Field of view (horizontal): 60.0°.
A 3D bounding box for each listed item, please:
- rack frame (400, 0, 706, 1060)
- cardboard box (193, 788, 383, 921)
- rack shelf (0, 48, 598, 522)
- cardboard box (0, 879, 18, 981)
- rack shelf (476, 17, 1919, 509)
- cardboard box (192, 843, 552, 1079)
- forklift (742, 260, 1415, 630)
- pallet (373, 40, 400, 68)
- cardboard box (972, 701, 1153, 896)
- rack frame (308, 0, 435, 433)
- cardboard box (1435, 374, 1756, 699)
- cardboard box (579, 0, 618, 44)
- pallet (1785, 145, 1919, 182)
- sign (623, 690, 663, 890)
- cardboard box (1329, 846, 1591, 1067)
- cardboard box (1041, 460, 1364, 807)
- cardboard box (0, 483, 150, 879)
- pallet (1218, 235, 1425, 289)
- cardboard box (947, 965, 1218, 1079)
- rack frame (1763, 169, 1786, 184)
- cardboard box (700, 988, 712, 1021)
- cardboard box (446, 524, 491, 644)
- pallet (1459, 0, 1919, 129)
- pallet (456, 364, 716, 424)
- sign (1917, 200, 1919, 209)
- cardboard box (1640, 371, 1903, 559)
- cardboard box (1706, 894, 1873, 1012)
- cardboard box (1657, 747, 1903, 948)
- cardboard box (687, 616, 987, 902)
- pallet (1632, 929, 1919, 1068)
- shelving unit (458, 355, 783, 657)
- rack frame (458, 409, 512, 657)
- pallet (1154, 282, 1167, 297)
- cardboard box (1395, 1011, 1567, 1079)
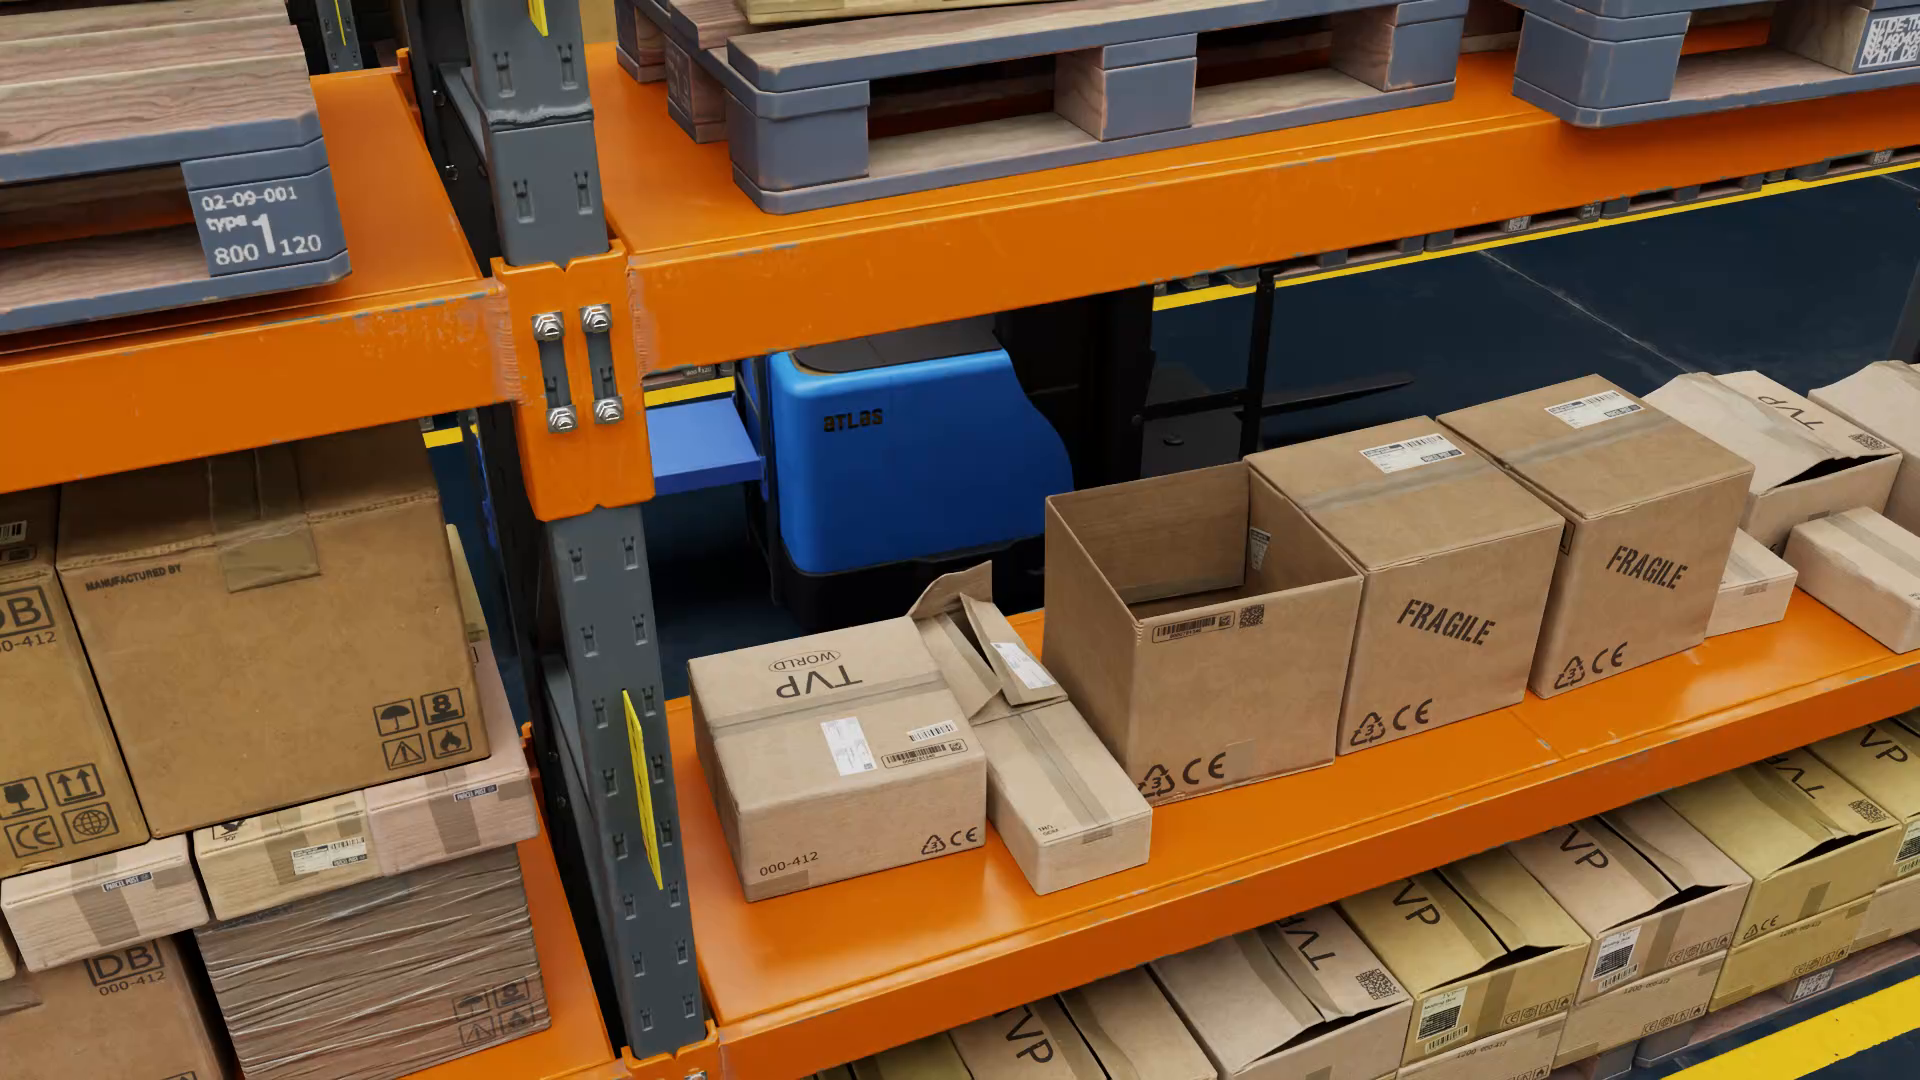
[{"bbox_3d":[-0.701,0.503,3.227,0.127,3.000,1.000,-13,35,-19],"label":"rack frame"},{"bbox_3d":[-1.097,0.405,2.691,0.250,0.149,0.380,-14,35,-20],"label":"cardboard box"},{"bbox_3d":[-2.545,-0.031,1.956,4.000,0.370,1.077,-13,35,-19],"label":"rack shelf"},{"bbox_3d":[-1.579,0.518,2.518,0.250,0.149,0.380,-13,35,-19],"label":"cardboard box"},{"bbox_3d":[1.144,-0.875,3.254,4.000,0.370,1.077,-13,35,-19],"label":"rack shelf"},{"bbox_3d":[-1.107,0.558,3.051,0.500,0.500,0.700,-14,36,-20],"label":"cardboard box"},{"bbox_3d":[0.692,-1.354,6.144,3.031,2.935,1.130,-10,34,-15],"label":"forklift"},{"bbox_3d":[-1.861,-1.995,7.242,1.213,0.211,1.003,-13,35,-19],"label":"pallet"},{"bbox_3d":[0.196,0.524,3.425,0.250,0.149,0.380,-13,35,-19],"label":"cardboard box"},{"bbox_3d":[-2.622,-1.988,7.054,0.127,3.000,1.000,-13,35,-19],"label":"rack frame"},{"bbox_3d":[1.447,-0.021,3.941,0.500,0.500,0.500,-15,36,-21],"label":"cardboard box"},{"bbox_3d":[-1.621,-2.419,7.222,0.500,0.500,0.700,-9,34,-14],"label":"cardboard box"},{"bbox_3d":[5.486,-2.629,10.597,1.213,0.211,1.003,-13,35,-19],"label":"pallet"},{"bbox_3d":[-0.484,0.385,2.541,0.005,0.325,0.100,-13,35,-19],"label":"sign"},{"bbox_3d":[1.194,0.957,4.151,0.500,0.311,0.500,-12,35,-18],"label":"cardboard box"},{"bbox_3d":[0.500,0.195,3.607,0.500,0.500,0.500,-10,34,-16],"label":"cardboard box"},{"bbox_3d":[-1.573,0.121,2.532,0.500,0.500,0.700,-13,35,-19],"label":"cardboard box"},{"bbox_3d":[1.823,-1.792,9.310,1.213,0.211,1.003,-13,35,-19],"label":"pallet"},{"bbox_3d":[0.241,1.179,3.810,0.500,0.311,0.500,-13,35,-19],"label":"cardboard box"},{"bbox_3d":[4.755,-3.677,9.650,0.127,3.000,1.000,-13,35,-19],"label":"rack frame"},{"bbox_3d":[-0.438,1.014,4.063,0.500,0.311,0.500,-13,35,-19],"label":"cardboard box"},{"bbox_3d":[-1.023,0.148,3.086,0.250,0.149,0.380,-13,35,-19],"label":"cardboard box"},{"bbox_3d":[1.367,-1.094,3.104,1.213,0.211,1.003,-11,35,-17],"label":"pallet"},{"bbox_3d":[-1.904,-0.984,8.069,1.213,0.211,1.003,-13,35,-19],"label":"pallet"},{"bbox_3d":[2.769,-1.065,4.647,0.005,0.325,0.100,-13,35,-19],"label":"sign"},{"bbox_3d":[2.088,-0.213,4.409,0.500,0.311,0.500,-13,35,-19],"label":"cardboard box"},{"bbox_3d":[2.123,0.979,4.631,0.500,0.250,0.500,-13,35,-19],"label":"cardboard box"},{"bbox_3d":[2.123,0.747,4.474,0.500,0.311,0.500,-13,35,-20],"label":"cardboard box"},{"bbox_3d":[-0.263,0.440,3.462,0.500,0.250,0.500,-11,35,-16],"label":"cardboard box"},{"bbox_3d":[2.213,0.981,5.049,1.213,0.211,1.003,-13,35,-19],"label":"pallet"},{"bbox_3d":[-1.254,-0.420,6.021,1.048,1.500,0.538,-10,34,-15],"label":"shelving unit"},{"bbox_3d":[-1.737,-0.333,5.886,0.032,1.500,0.500,-10,34,-15],"label":"rack frame"},{"bbox_3d":[0.345,-1.499,8.860,1.213,0.211,1.003,-13,35,-19],"label":"pallet"},{"bbox_3d":[1.185,1.194,4.301,0.500,0.250,0.500,-12,35,-18],"label":"cardboard box"}]
